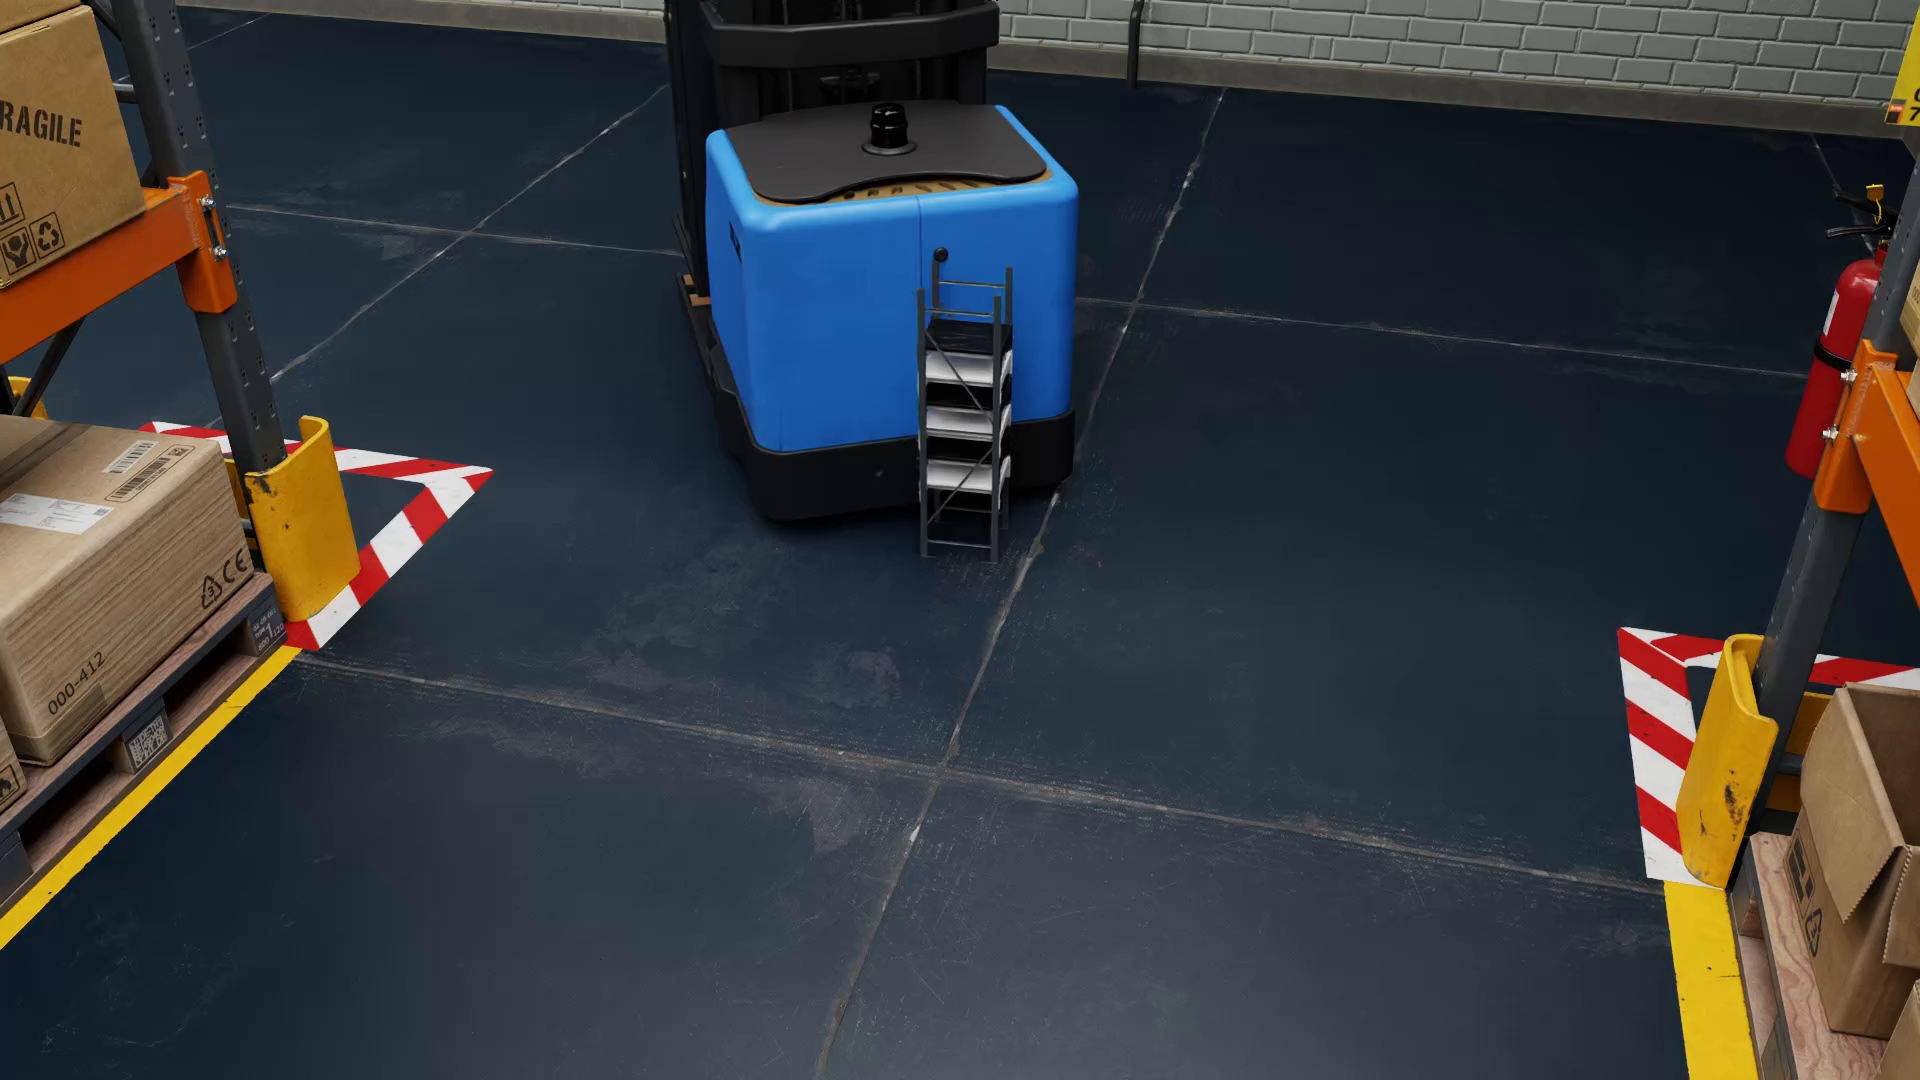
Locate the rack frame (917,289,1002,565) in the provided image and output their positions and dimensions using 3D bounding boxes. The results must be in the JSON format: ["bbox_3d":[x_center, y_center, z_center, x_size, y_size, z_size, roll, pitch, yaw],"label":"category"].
[{"bbox_3d":[-0.002,-0.316,4.908,0.240,0.900,0.006,6,33,9],"label":"rack frame"}]

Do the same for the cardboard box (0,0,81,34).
[{"bbox_3d":[-2.331,-1.354,3.559,0.500,0.500,0.500,9,34,14],"label":"cardboard box"}]

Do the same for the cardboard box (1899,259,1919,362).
[{"bbox_3d":[1.987,-0.362,2.886,0.500,0.250,0.500,8,33,13],"label":"cardboard box"}]

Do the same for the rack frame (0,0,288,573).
[{"bbox_3d":[-2.439,-1.172,4.298,1.000,3.000,0.127,8,33,12],"label":"rack frame"}]

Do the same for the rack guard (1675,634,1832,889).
[{"bbox_3d":[2.344,0.596,3.847,1.175,0.500,0.348,8,33,12],"label":"rack guard"}]

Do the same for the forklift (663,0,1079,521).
[{"bbox_3d":[-0.509,-2.081,5.791,1.130,2.935,3.031,-8,33,-13],"label":"forklift"}]

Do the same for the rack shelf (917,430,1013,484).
[{"bbox_3d":[0.016,-0.265,5.058,0.258,0.077,0.200,6,33,9],"label":"rack shelf"}]

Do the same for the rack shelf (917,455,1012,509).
[{"bbox_3d":[0.016,-0.189,5.106,0.258,0.077,0.200,6,33,9],"label":"rack shelf"}]

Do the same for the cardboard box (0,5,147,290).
[{"bbox_3d":[-2.306,-0.928,3.821,0.500,0.500,0.500,8,33,13],"label":"cardboard box"}]

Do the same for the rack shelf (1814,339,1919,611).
[{"bbox_3d":[1.855,0.843,1.799,1.077,0.370,4.000,8,33,12],"label":"rack shelf"}]

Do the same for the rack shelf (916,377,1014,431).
[{"bbox_3d":[0.016,-0.417,4.962,0.258,0.077,0.200,6,33,9],"label":"rack shelf"}]

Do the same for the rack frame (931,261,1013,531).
[{"bbox_3d":[0.035,-0.423,5.076,0.240,0.900,0.006,6,33,9],"label":"rack frame"}]

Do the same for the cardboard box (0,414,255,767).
[{"bbox_3d":[-2.510,0.088,4.313,0.875,0.438,0.875,7,33,11],"label":"cardboard box"}]

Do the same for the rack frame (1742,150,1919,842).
[{"bbox_3d":[2.363,-0.498,3.238,1.000,3.000,0.127,8,33,12],"label":"rack frame"}]

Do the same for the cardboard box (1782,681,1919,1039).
[{"bbox_3d":[2.116,0.682,3.316,0.797,0.503,0.637,7,33,10],"label":"cardboard box"}]

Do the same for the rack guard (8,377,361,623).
[{"bbox_3d":[-2.433,-0.130,4.988,1.175,0.500,0.348,8,33,12],"label":"rack guard"}]

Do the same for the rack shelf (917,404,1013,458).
[{"bbox_3d":[0.016,-0.341,5.010,0.258,0.077,0.200,6,33,9],"label":"rack shelf"}]

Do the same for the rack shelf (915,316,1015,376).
[{"bbox_3d":[0.016,-0.569,4.865,0.258,0.077,0.200,6,33,9],"label":"rack shelf"}]

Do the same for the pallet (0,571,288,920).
[{"bbox_3d":[-2.567,0.430,4.377,1.003,0.211,1.213,8,33,12],"label":"pallet"}]

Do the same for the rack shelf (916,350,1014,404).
[{"bbox_3d":[0.016,-0.493,4.913,0.258,0.077,0.200,6,33,9],"label":"rack shelf"}]

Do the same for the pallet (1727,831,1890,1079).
[{"bbox_3d":[2.142,1.132,3.273,1.003,0.211,1.213,8,33,12],"label":"pallet"}]

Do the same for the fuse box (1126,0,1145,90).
[{"bbox_3d":[0.964,-3.196,8.683,0.539,1.711,0.414,8,33,12],"label":"fuse box"}]

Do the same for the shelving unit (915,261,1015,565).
[{"bbox_3d":[0.016,-0.369,4.992,0.258,0.900,0.210,6,33,9],"label":"shelving unit"}]

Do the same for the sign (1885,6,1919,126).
[{"bbox_3d":[1.838,-0.938,3.122,0.100,0.325,0.005,8,33,12],"label":"sign"}]

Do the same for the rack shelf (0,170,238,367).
[{"bbox_3d":[-2.947,0.169,2.859,1.077,0.370,4.000,8,33,12],"label":"rack shelf"}]

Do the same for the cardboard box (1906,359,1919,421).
[{"bbox_3d":[2.014,-0.259,3.096,0.380,0.149,0.250,8,33,12],"label":"cardboard box"}]

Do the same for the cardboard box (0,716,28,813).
[{"bbox_3d":[-2.734,0.564,3.564,0.875,0.438,0.875,9,34,14],"label":"cardboard box"}]

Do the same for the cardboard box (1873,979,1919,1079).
[{"bbox_3d":[1.861,1.122,2.628,0.700,0.500,0.500,9,34,14],"label":"cardboard box"}]

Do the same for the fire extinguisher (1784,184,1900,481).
[{"bbox_3d":[1.953,-0.448,3.578,0.296,0.674,0.183,8,33,12],"label":"fire extinguisher"}]
